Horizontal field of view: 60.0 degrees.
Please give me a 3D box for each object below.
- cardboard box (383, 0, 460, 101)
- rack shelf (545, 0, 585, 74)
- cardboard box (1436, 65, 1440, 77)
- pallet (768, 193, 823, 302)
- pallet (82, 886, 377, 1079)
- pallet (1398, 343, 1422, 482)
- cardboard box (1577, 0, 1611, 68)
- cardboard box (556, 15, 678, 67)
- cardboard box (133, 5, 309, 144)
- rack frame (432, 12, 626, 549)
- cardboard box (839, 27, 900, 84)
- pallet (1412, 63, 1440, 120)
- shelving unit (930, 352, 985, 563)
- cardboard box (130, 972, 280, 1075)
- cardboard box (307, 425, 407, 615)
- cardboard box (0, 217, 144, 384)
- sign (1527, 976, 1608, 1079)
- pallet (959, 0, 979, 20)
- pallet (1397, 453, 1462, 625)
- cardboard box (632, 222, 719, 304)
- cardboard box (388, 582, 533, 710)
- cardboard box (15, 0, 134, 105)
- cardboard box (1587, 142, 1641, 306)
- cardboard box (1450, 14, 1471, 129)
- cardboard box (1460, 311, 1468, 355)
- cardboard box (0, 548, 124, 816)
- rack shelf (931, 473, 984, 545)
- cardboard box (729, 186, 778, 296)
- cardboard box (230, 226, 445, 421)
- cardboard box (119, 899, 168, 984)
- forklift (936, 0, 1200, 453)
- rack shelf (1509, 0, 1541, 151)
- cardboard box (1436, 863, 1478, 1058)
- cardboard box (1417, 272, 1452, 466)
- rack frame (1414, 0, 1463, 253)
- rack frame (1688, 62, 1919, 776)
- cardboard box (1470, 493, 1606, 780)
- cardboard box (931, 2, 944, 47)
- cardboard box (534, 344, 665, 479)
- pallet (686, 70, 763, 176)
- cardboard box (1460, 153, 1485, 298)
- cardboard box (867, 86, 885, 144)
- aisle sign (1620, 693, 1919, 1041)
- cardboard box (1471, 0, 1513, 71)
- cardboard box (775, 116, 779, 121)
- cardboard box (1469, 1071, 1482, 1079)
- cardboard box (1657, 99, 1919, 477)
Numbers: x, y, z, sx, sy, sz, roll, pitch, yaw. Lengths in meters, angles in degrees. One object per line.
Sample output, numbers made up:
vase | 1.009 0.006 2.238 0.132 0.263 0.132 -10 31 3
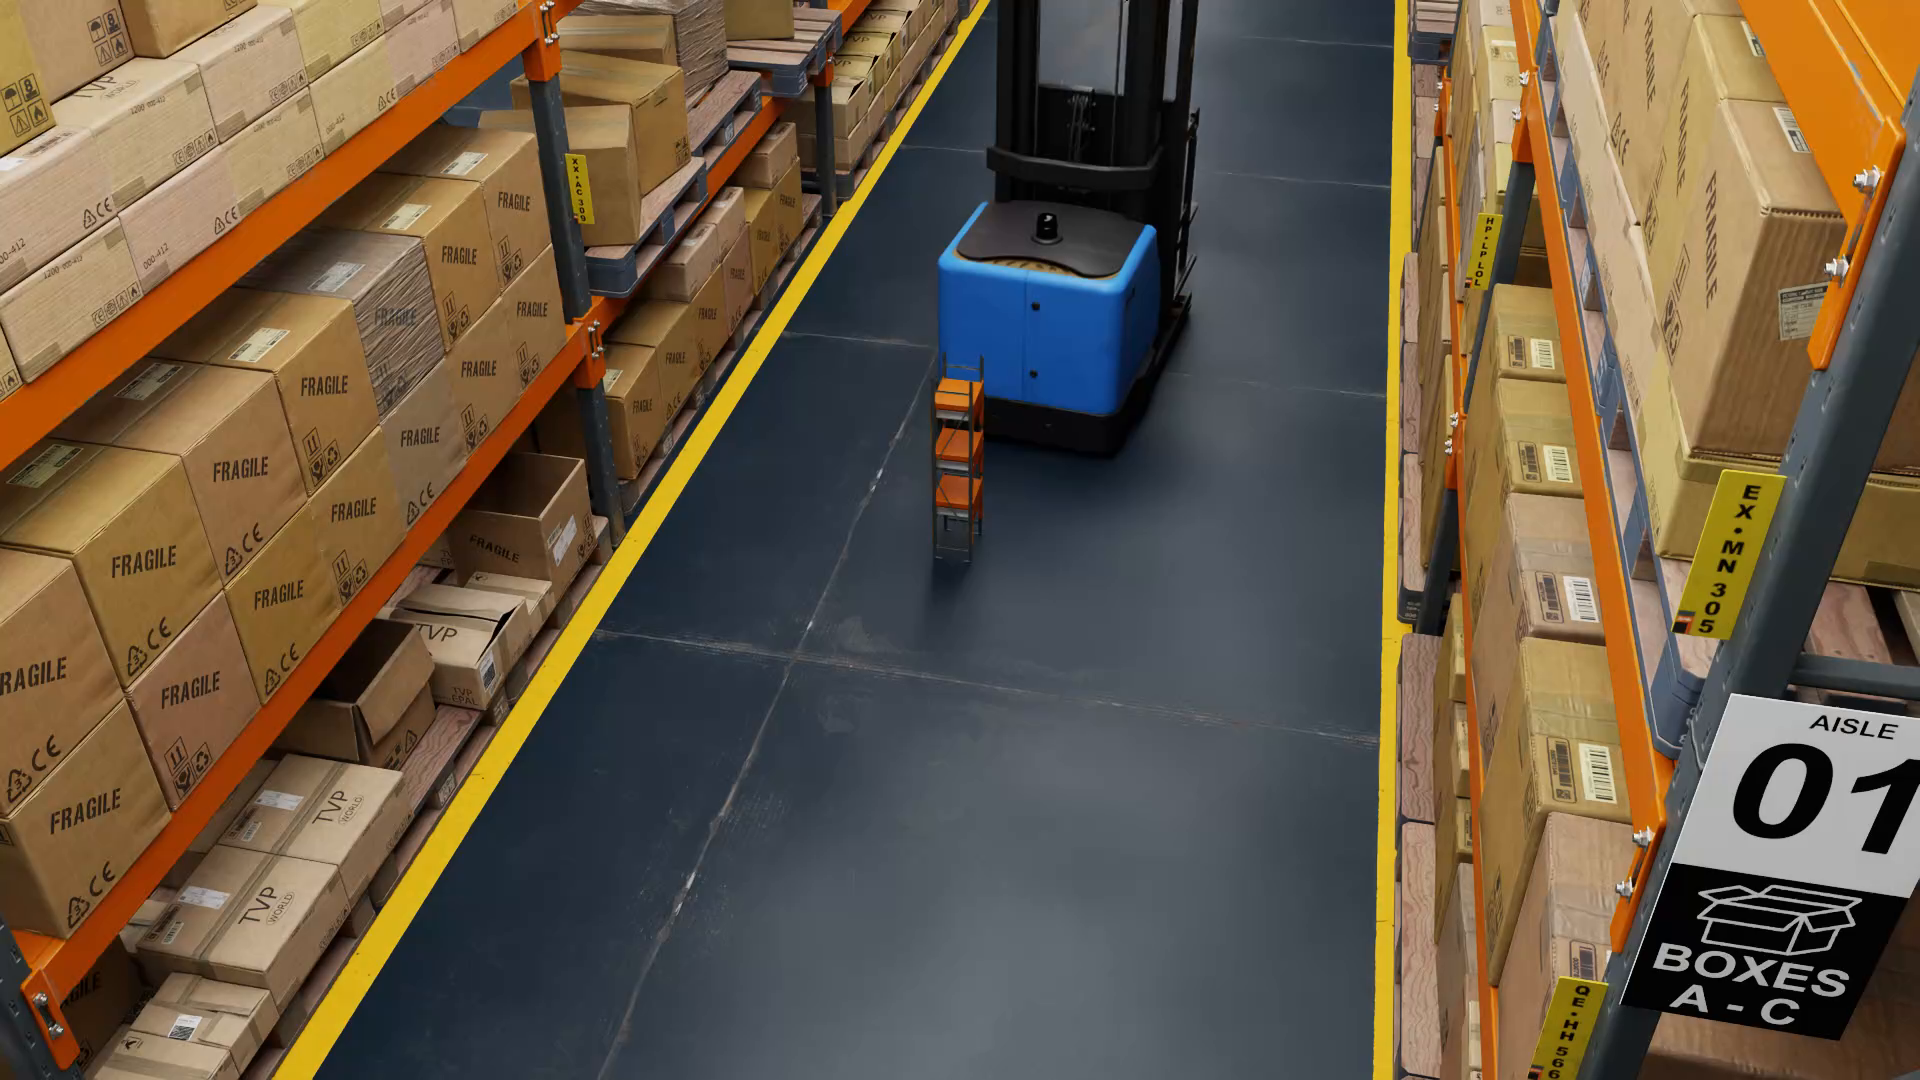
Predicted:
cardboard box | -2.180 -1.823 6.051 0.500 0.250 0.500 7 37 10
rack shelf | -1.792 -3.336 8.624 1.077 0.370 4.000 7 37 10
cardboard box | 4.189 -3.976 13.205 0.700 0.500 0.500 9 37 12
pallet | -1.561 -2.007 11.110 1.003 0.211 1.213 7 37 10
pallet | -2.888 1.655 6.057 1.003 0.211 1.213 7 37 10
pallet | 2.971 -0.672 9.267 1.003 0.211 1.213 7 37 10
cardboard box | 2.091 -1.647 4.726 0.500 0.500 0.500 7 36 9
cardboard box | -1.902 -2.498 8.967 0.700 0.500 0.500 -1 36 -2
cardboard box | -2.384 -1.451 5.112 0.500 0.250 0.500 7 37 10
rack frame | -2.219 -1.267 7.712 1.000 3.000 0.127 7 37 10
cardboard box | -0.751 -3.701 12.578 0.500 0.311 0.500 6 36 9
pallet | 4.165 -3.659 13.388 1.003 0.211 1.213 7 37 10
shelving unit | -0.011 -0.394 8.170 0.215 1.050 0.252 7 37 10
cardboard box | -2.595 1.655 5.719 0.380 0.166 0.250 7 37 10
cardboard box | -2.398 -0.105 6.024 0.500 0.500 0.500 8 37 11
cardboard box | -2.596 -0.675 4.467 0.500 0.250 0.500 7 37 10
sign | 1.240 1.005 3.389 0.100 0.325 0.005 7 37 10
pallet | -0.300 -5.175 15.480 1.003 0.211 1.213 7 37 10
pallet | 2.712 0.030 8.300 1.003 0.211 1.213 7 37 10
cardboard box | -1.664 -1.556 9.227 0.500 0.250 0.500 7 37 10
cardboard box | -2.224 0.436 7.279 0.500 0.311 0.500 7 37 10
cardboard box | -2.788 -1.506 4.549 0.700 0.500 0.500 7 37 10
cardboard box | 1.880 -0.770 4.155 0.500 0.250 0.500 6 36 9
cardboard box | 3.001 -2.564 9.147 0.500 0.500 0.500 8 37 12
cardboard box | 2.448 -0.931 7.446 0.380 0.149 0.250 8 37 11
cardboard box | -2.721 0.360 4.530 0.500 0.500 0.500 8 37 11
rack shelf | -0.011 -0.161 8.339 0.215 0.259 0.240 7 37 10
cardboard box | -1.446 -1.863 10.290 0.500 0.500 0.500 6 36 8
cardboard box | -2.289 -0.807 6.140 0.500 0.500 0.500 8 37 10
cardboard box | -3.024 1.432 6.027 0.380 0.166 0.250 7 37 10
forklift | 0.814 -2.523 9.504 1.130 2.935 3.031 11 37 15
rack shelf | 3.048 -2.718 7.771 1.077 0.370 4.000 7 37 10
cardboard box | 2.032 1.498 5.669 0.700 0.500 0.500 6 36 8
cardboard box | 2.820 -0.846 8.606 0.750 0.750 0.750 8 37 11
rack frame | 3.475 -2.941 10.022 1.000 3.000 0.127 7 37 10
rack frame | 1.767 -0.784 1.933 1.000 3.000 0.127 7 37 10
cardboard box | 2.182 0.376 5.190 0.980 0.700 0.700 6 36 8
cardboard box | -0.425 -4.346 13.945 0.500 0.250 0.500 7 36 9
cardboard box | -1.878 -0.679 8.657 0.500 0.500 0.500 6 36 8
pallet | -1.776 -2.367 9.393 1.003 0.211 1.213 7 37 10
cardboard box | 2.573 -1.407 7.549 0.500 0.500 0.500 8 37 10
cardboard box | -0.859 -3.168 12.321 0.500 0.250 0.500 6 36 9
aisle sign | 1.458 0.597 2.926 0.394 0.787 0.004 7 37 10
cardboard box | 2.910 -2.590 8.543 0.500 0.250 0.500 8 37 10
cardboard box | -1.493 -3.175 11.852 0.500 0.311 0.500 8 37 11
cardboard box | 1.668 1.715 4.818 0.380 0.149 0.250 7 37 9
cardboard box | 1.656 -0.476 3.111 0.500 0.500 0.500 7 37 10
